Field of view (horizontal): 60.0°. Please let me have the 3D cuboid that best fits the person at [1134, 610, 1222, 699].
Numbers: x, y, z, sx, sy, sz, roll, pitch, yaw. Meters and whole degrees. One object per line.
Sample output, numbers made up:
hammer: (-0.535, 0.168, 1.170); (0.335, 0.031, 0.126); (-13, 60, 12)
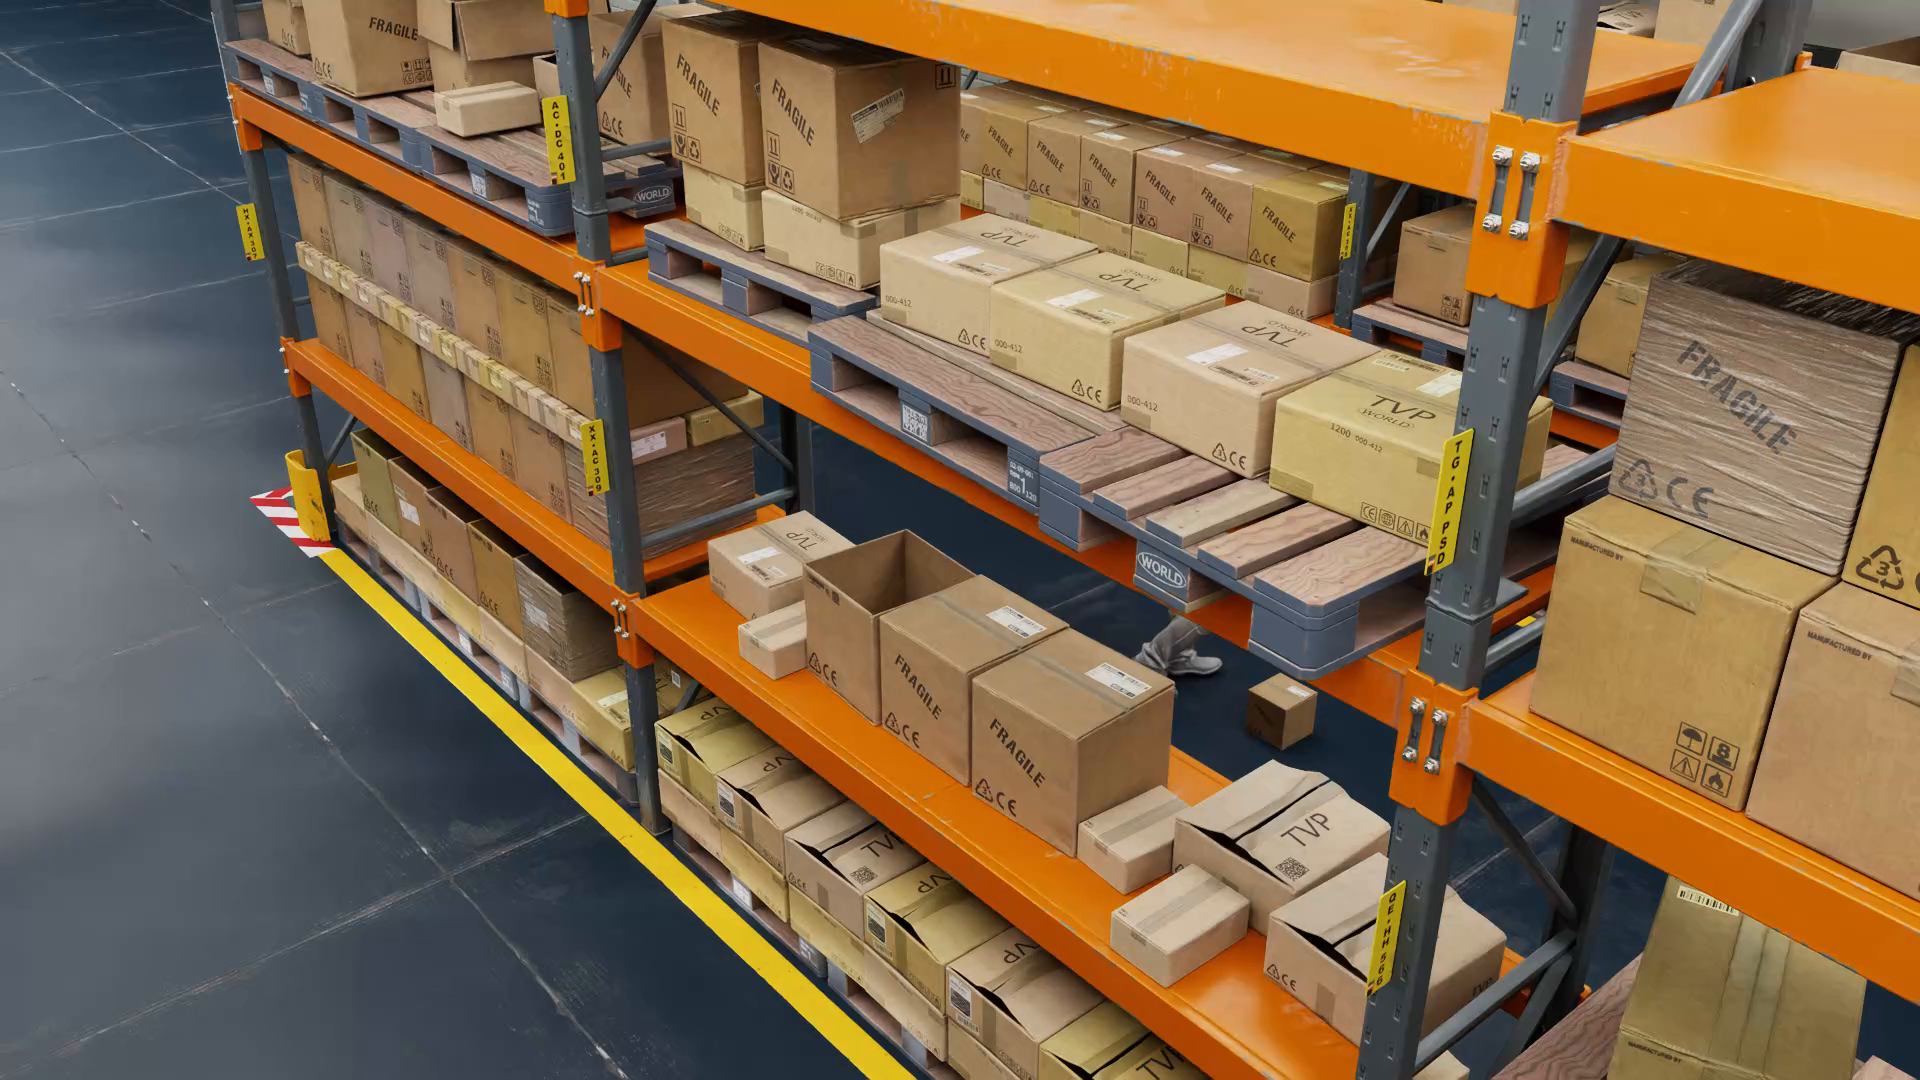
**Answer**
person: (1.186, -0.026, 8.595); (0.477, 1.763, 0.627); (5, 28, 9)
